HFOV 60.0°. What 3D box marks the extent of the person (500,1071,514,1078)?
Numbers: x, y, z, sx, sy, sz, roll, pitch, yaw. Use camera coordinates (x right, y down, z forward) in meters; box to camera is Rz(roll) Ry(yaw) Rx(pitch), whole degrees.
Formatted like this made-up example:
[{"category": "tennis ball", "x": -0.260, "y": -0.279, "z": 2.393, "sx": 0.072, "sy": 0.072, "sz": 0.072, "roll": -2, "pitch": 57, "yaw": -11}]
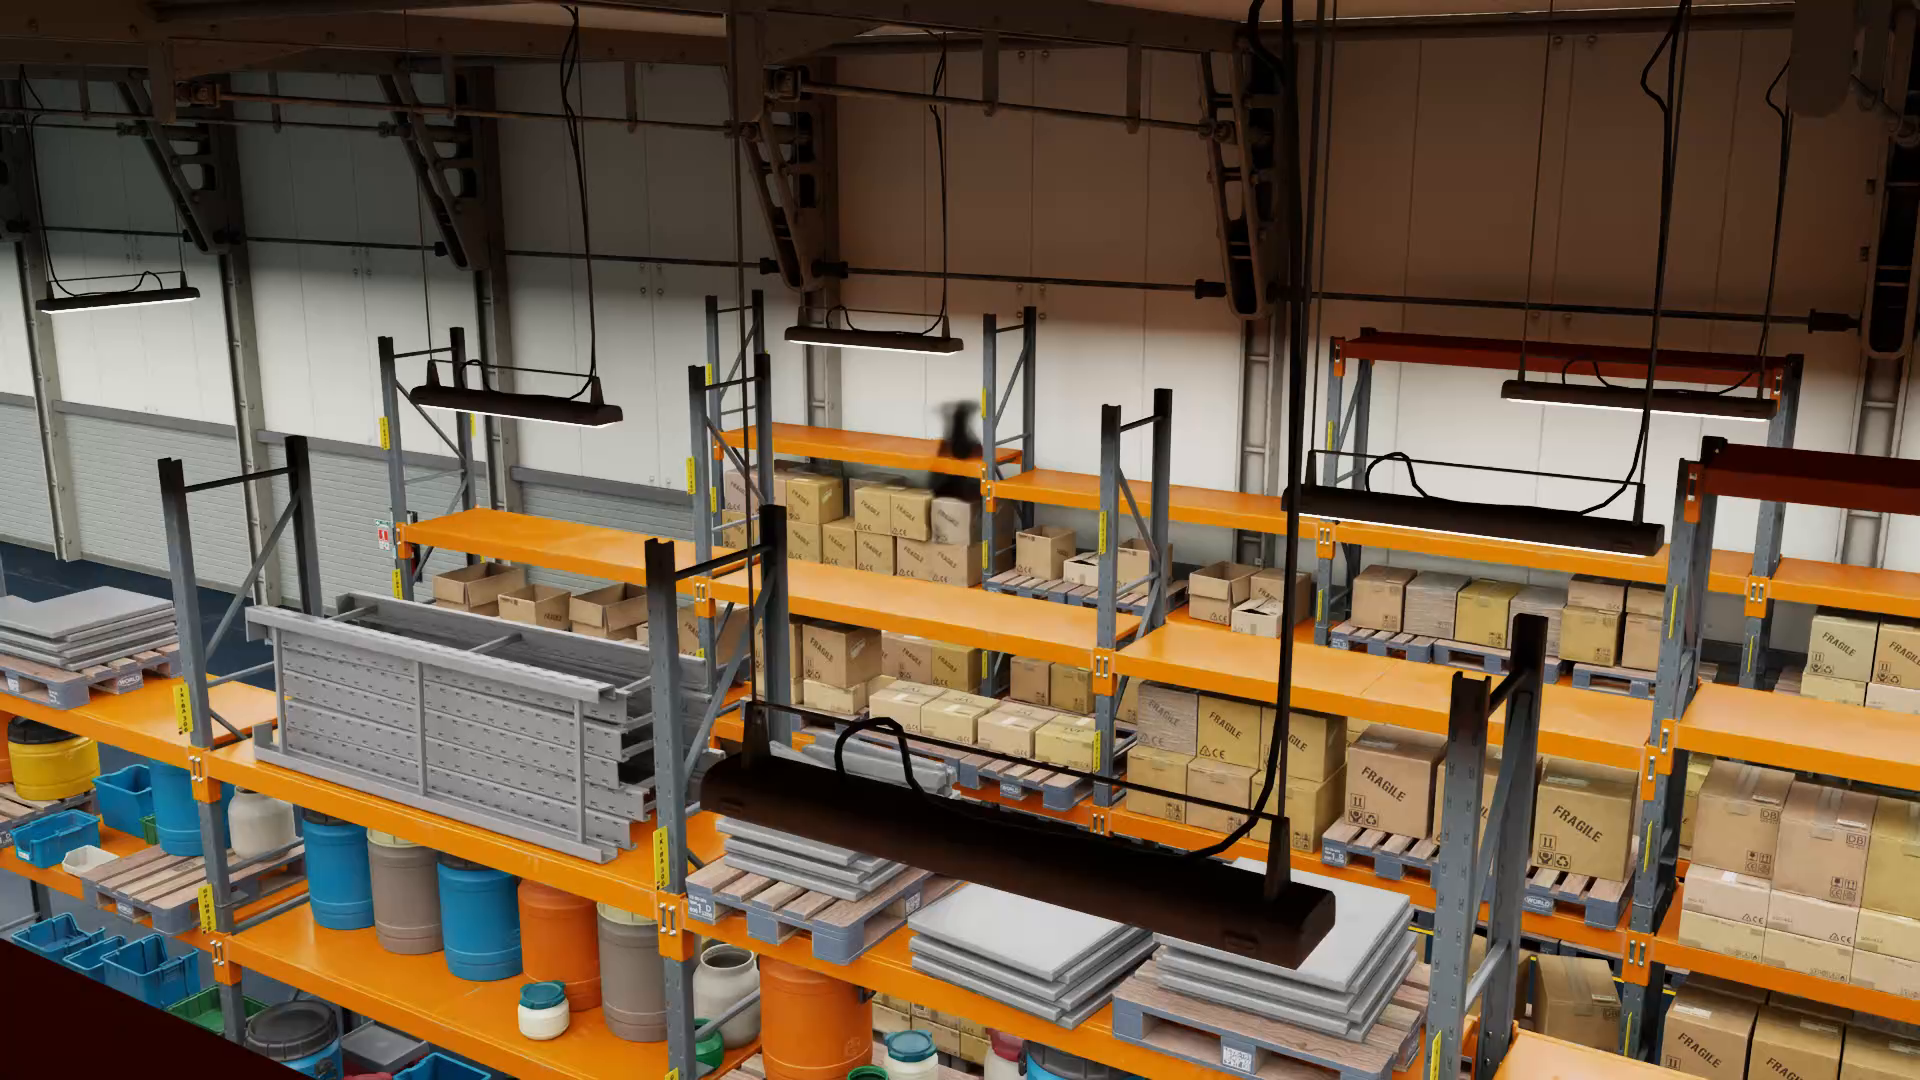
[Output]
[{"category": "person", "x": -4.036, "y": 3.848, "z": 14.282, "sx": 0.908, "sy": 1.655, "sz": 0.714, "roll": 9, "pitch": 16, "yaw": 32}]
